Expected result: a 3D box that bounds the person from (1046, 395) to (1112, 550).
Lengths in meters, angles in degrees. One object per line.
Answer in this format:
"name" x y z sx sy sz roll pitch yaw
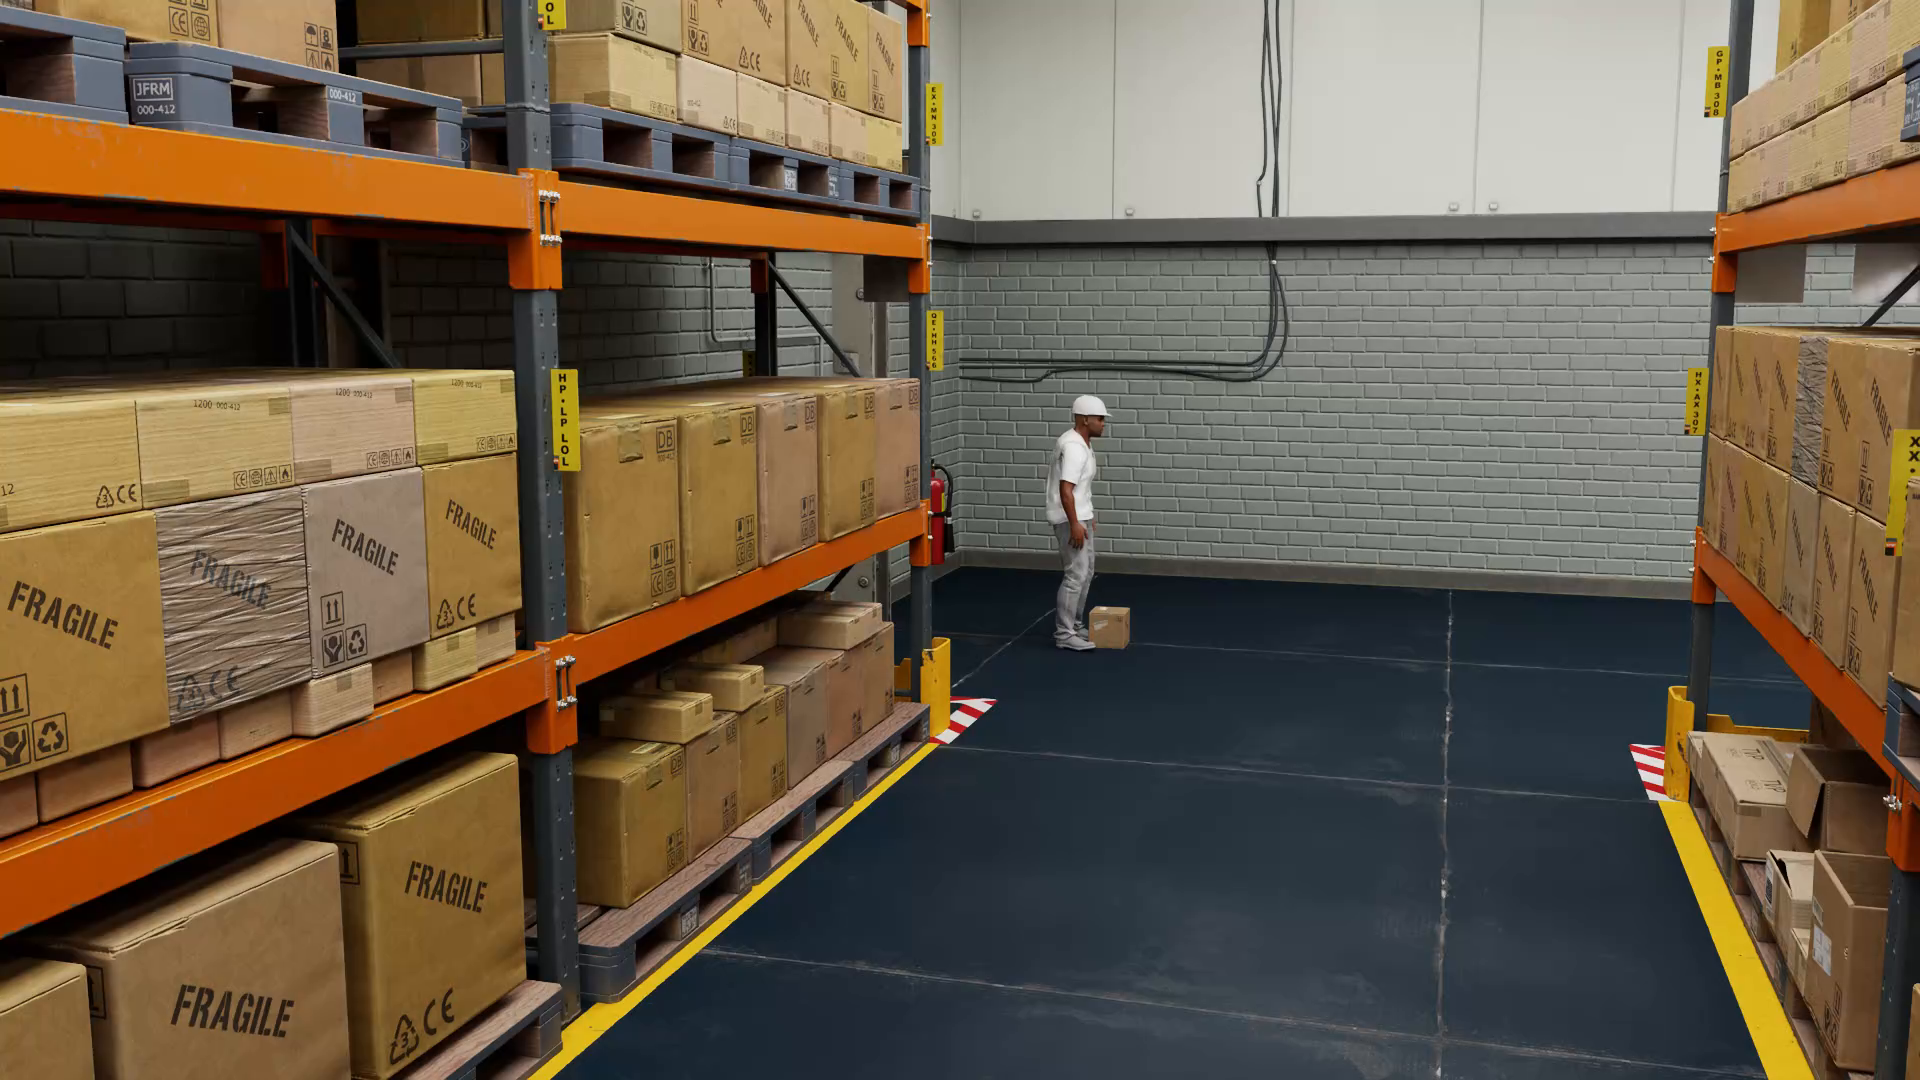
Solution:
"person" 0.836 -0.484 11.656 0.454 1.060 0.636 2 8 13
